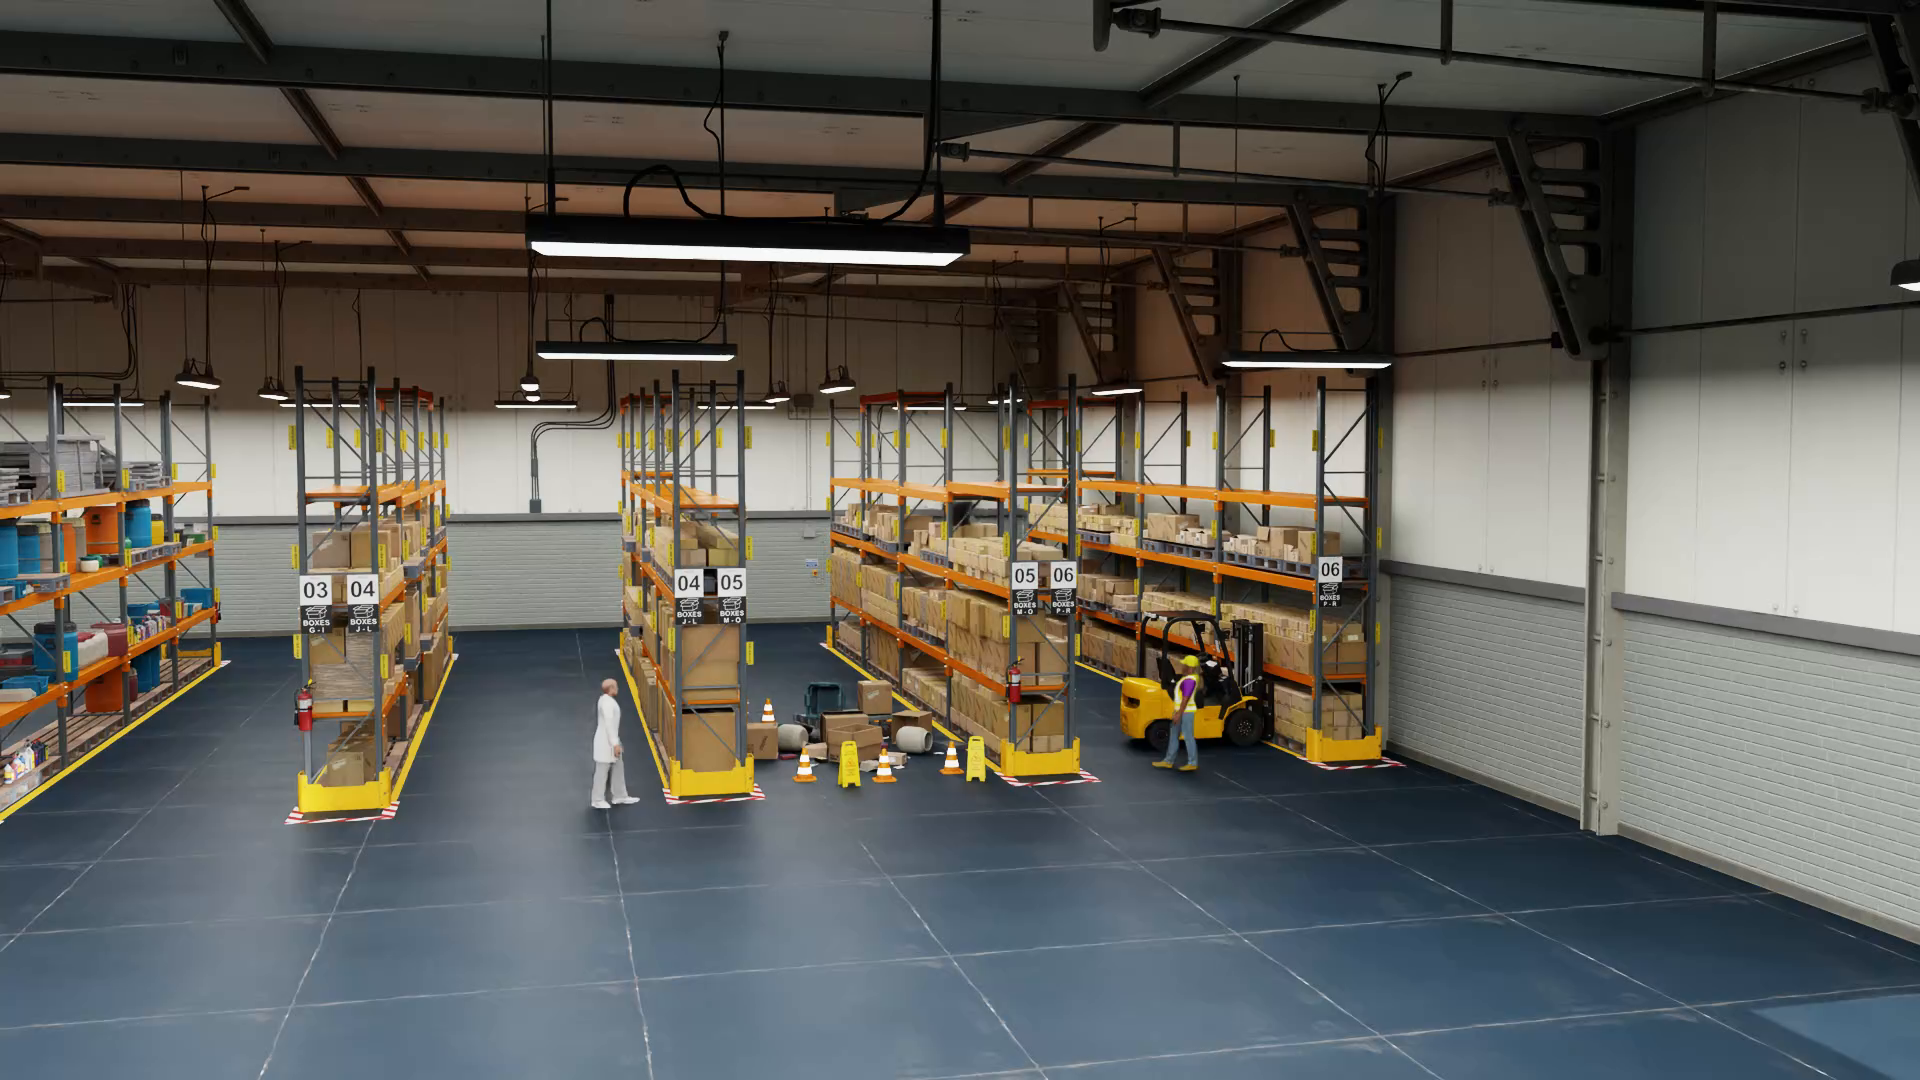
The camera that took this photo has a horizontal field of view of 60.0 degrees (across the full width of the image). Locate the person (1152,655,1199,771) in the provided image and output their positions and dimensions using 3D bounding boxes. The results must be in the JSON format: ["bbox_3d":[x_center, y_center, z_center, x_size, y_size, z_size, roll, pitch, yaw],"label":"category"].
[{"bbox_3d":[3.312,2.617,25.210,0.682,1.752,0.595,-1,3,-11],"label":"person"}]

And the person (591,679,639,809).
[{"bbox_3d":[-4.746,2.772,22.672,0.618,1.771,0.643,0,3,0],"label":"person"}]
